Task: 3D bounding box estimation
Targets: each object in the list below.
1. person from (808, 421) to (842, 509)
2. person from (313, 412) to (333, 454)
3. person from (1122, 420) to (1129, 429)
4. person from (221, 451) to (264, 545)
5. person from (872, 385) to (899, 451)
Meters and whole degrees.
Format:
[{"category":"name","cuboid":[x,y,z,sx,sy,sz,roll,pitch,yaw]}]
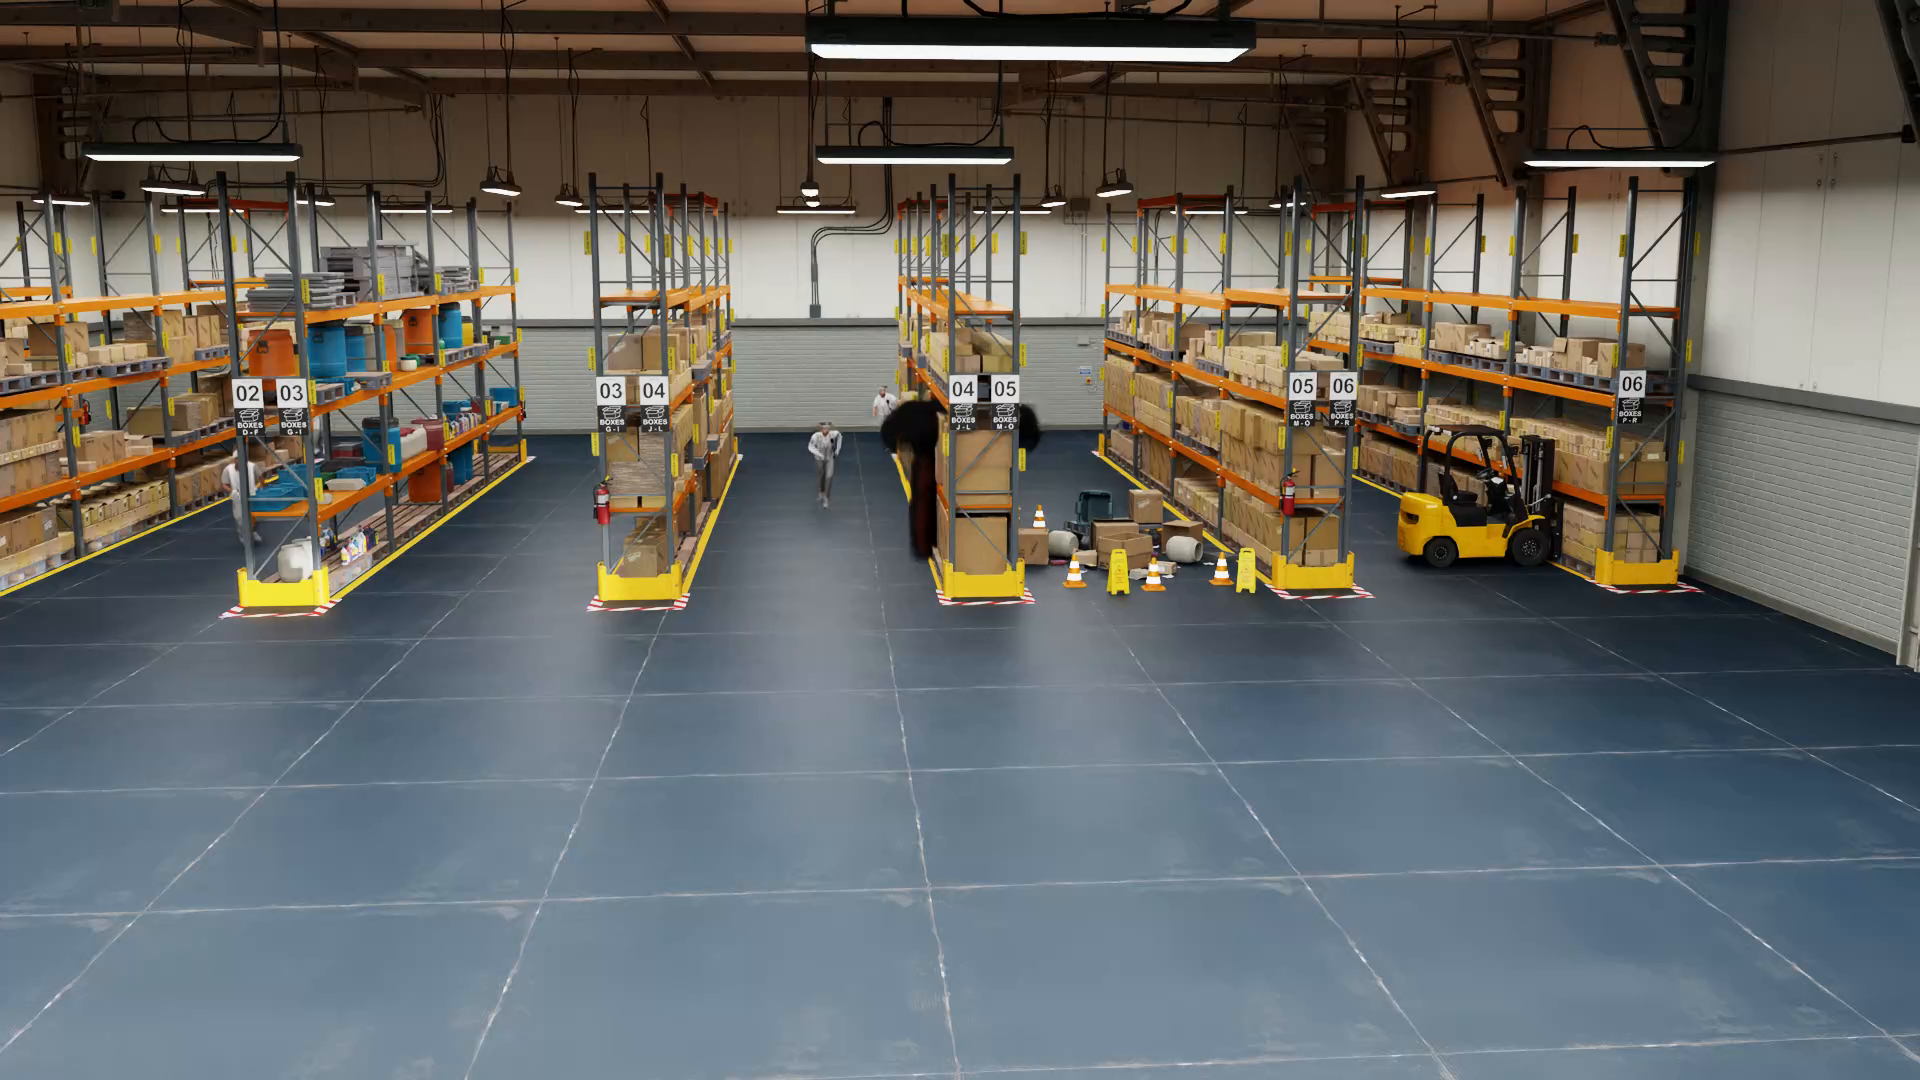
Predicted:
[{"category":"person","cuboid":[-2.531,-1.449,31.095,0.653,1.627,0.938,-2,10,-12]},{"category":"person","cuboid":[-15.424,-2.907,40.095,0.666,1.811,0.859,-9,13,-40]},{"category":"person","cuboid":[4.425,-3.206,42.137,0.840,1.712,0.589,-3,10,-15]},{"category":"person","cuboid":[-11.972,-0.696,27.858,0.711,1.672,0.774,-5,11,-26]},{"category":"person","cuboid":[-1.813,-2.996,40.887,0.730,1.672,0.800,4,11,23]}]
